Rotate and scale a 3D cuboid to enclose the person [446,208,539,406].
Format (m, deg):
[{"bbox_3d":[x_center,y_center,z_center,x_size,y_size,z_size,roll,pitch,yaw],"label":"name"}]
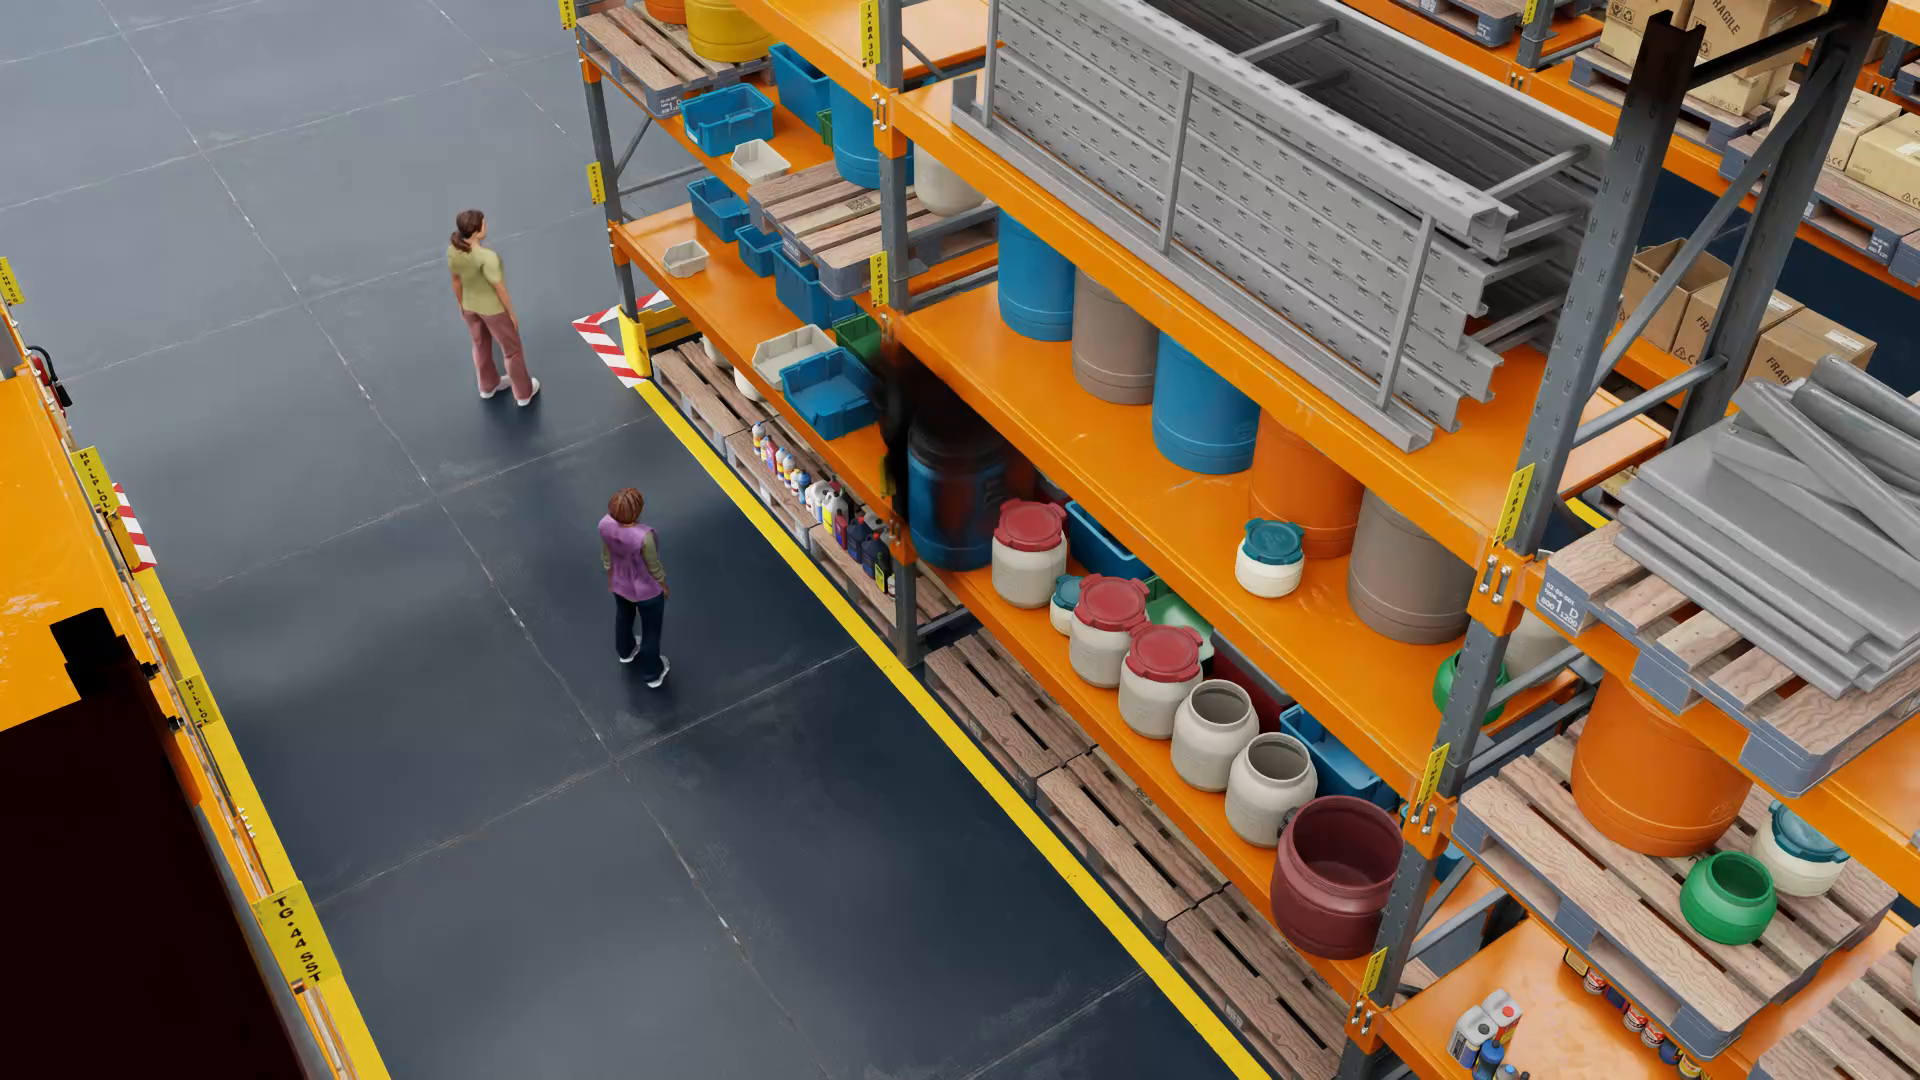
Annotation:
[{"bbox_3d":[-3.494,-1.742,12.405,0.475,1.679,0.413,15,45,15],"label":"person"}]

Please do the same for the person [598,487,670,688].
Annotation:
[{"bbox_3d":[-2.008,0.252,10.313,0.518,1.611,0.374,20,46,21],"label":"person"}]
